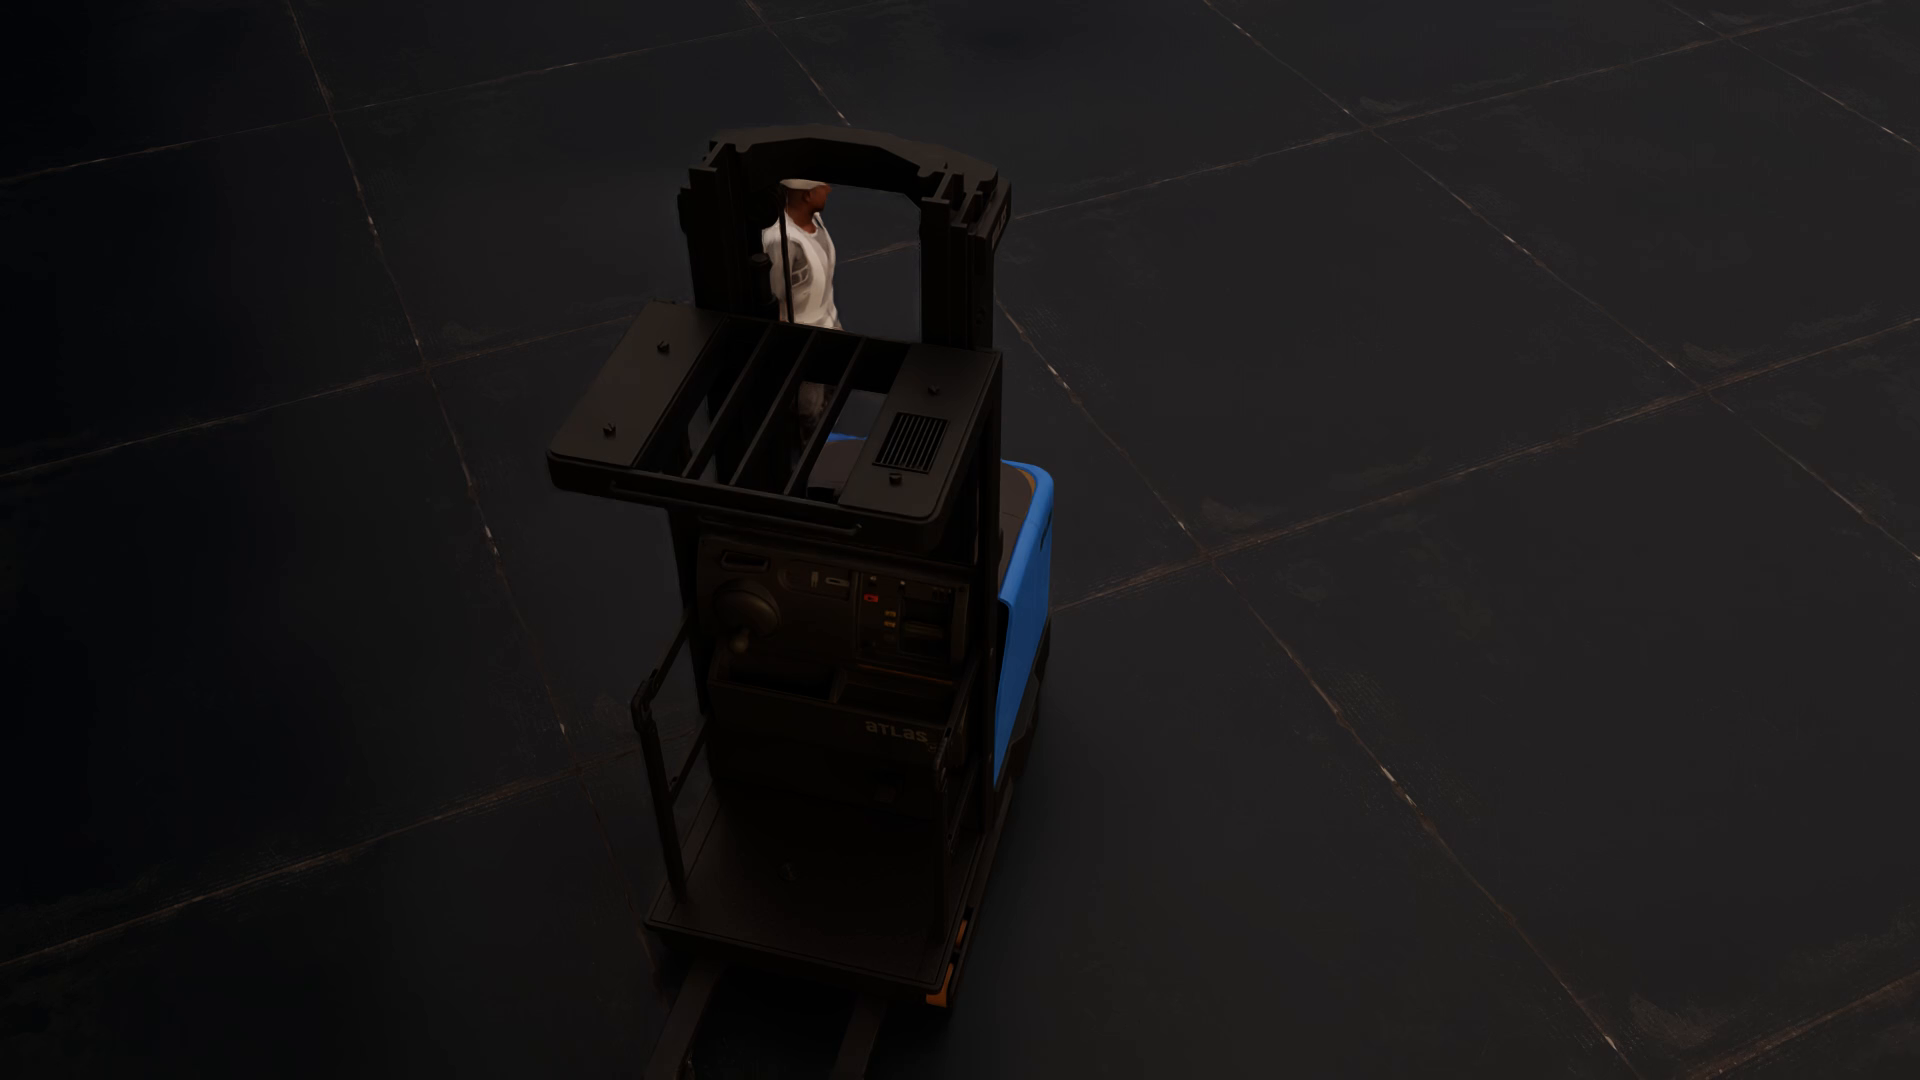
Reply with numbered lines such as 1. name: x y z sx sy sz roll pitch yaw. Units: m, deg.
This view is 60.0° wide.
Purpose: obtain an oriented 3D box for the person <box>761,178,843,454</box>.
1. person: -0.775 -0.947 7.619 0.484 1.753 0.907 6 43 6

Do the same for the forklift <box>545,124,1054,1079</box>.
1. forklift: -0.477 0.317 5.340 1.130 2.935 3.031 10 44 11
